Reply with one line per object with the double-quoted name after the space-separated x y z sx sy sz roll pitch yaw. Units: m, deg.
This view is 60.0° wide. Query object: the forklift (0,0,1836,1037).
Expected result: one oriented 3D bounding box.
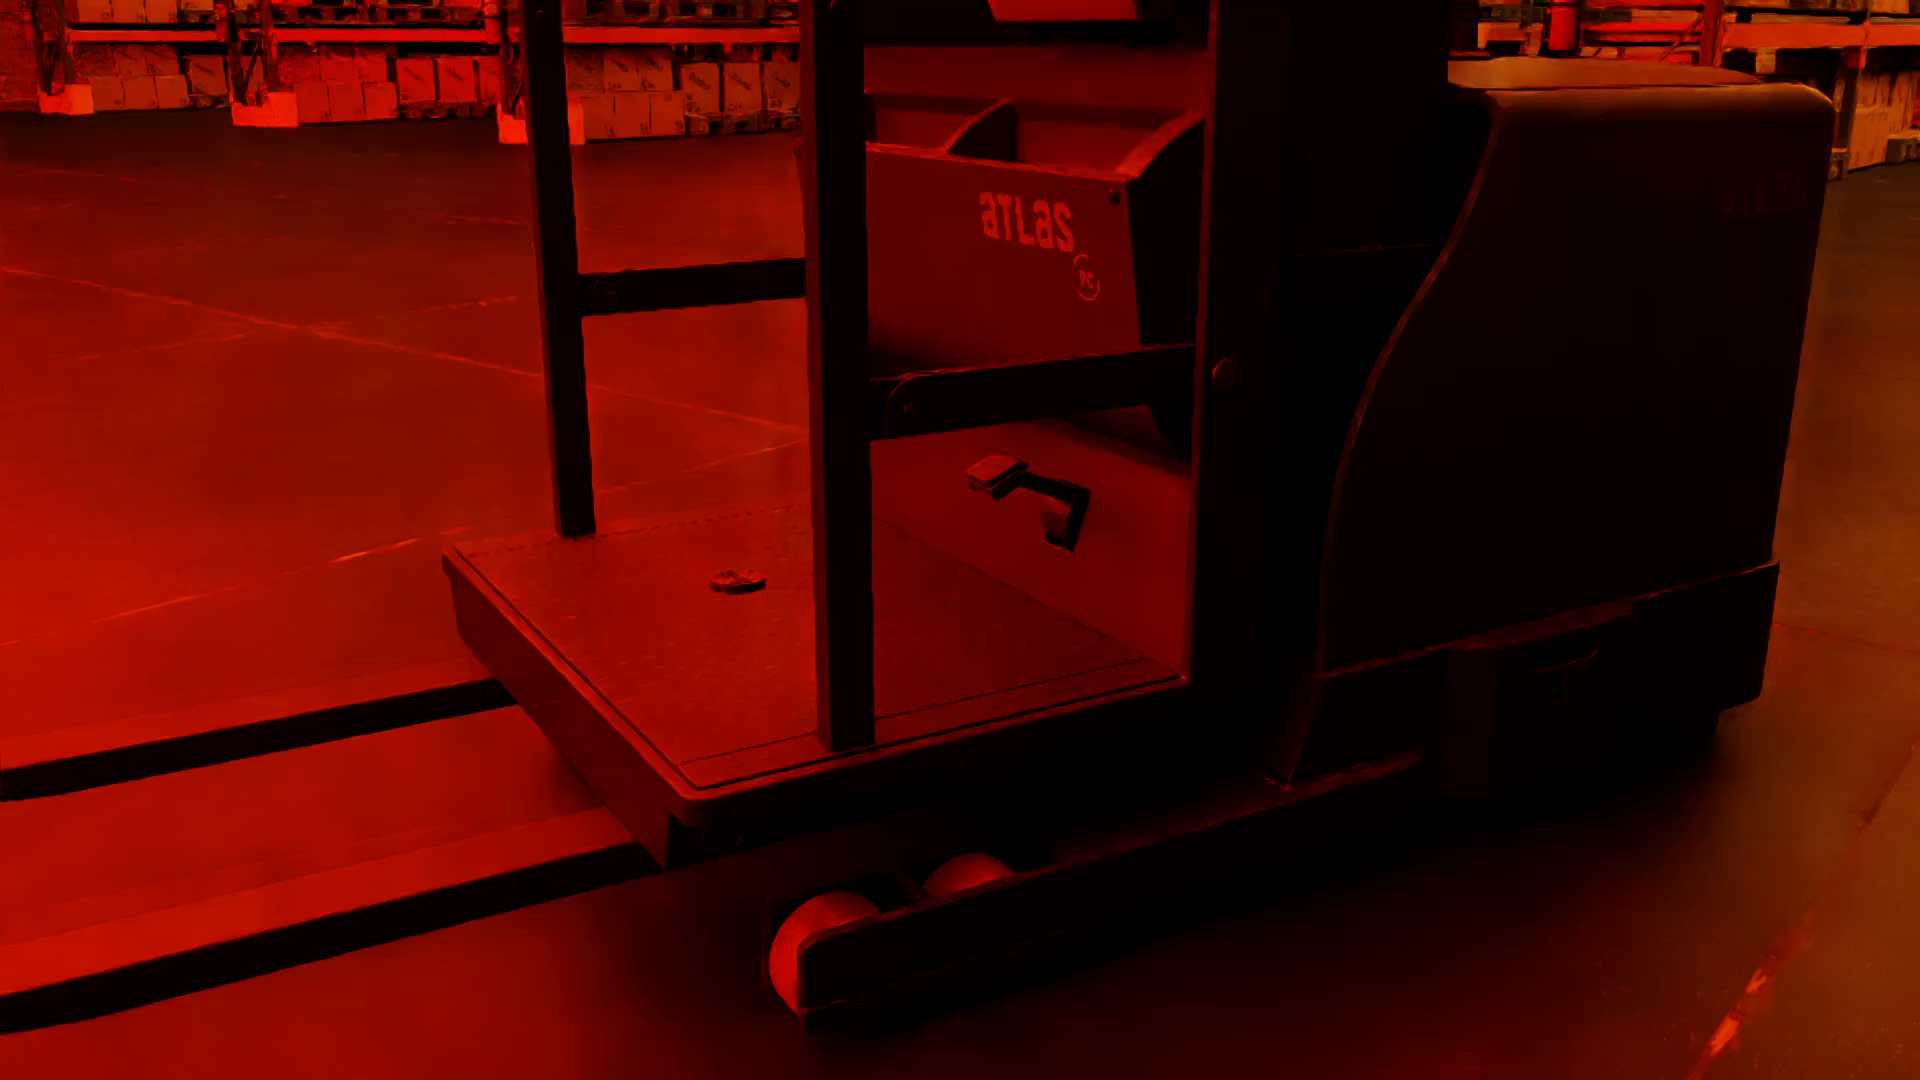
-0.154 -0.984 2.139 3.031 2.935 1.130 -10 19 -29 "forklift"
